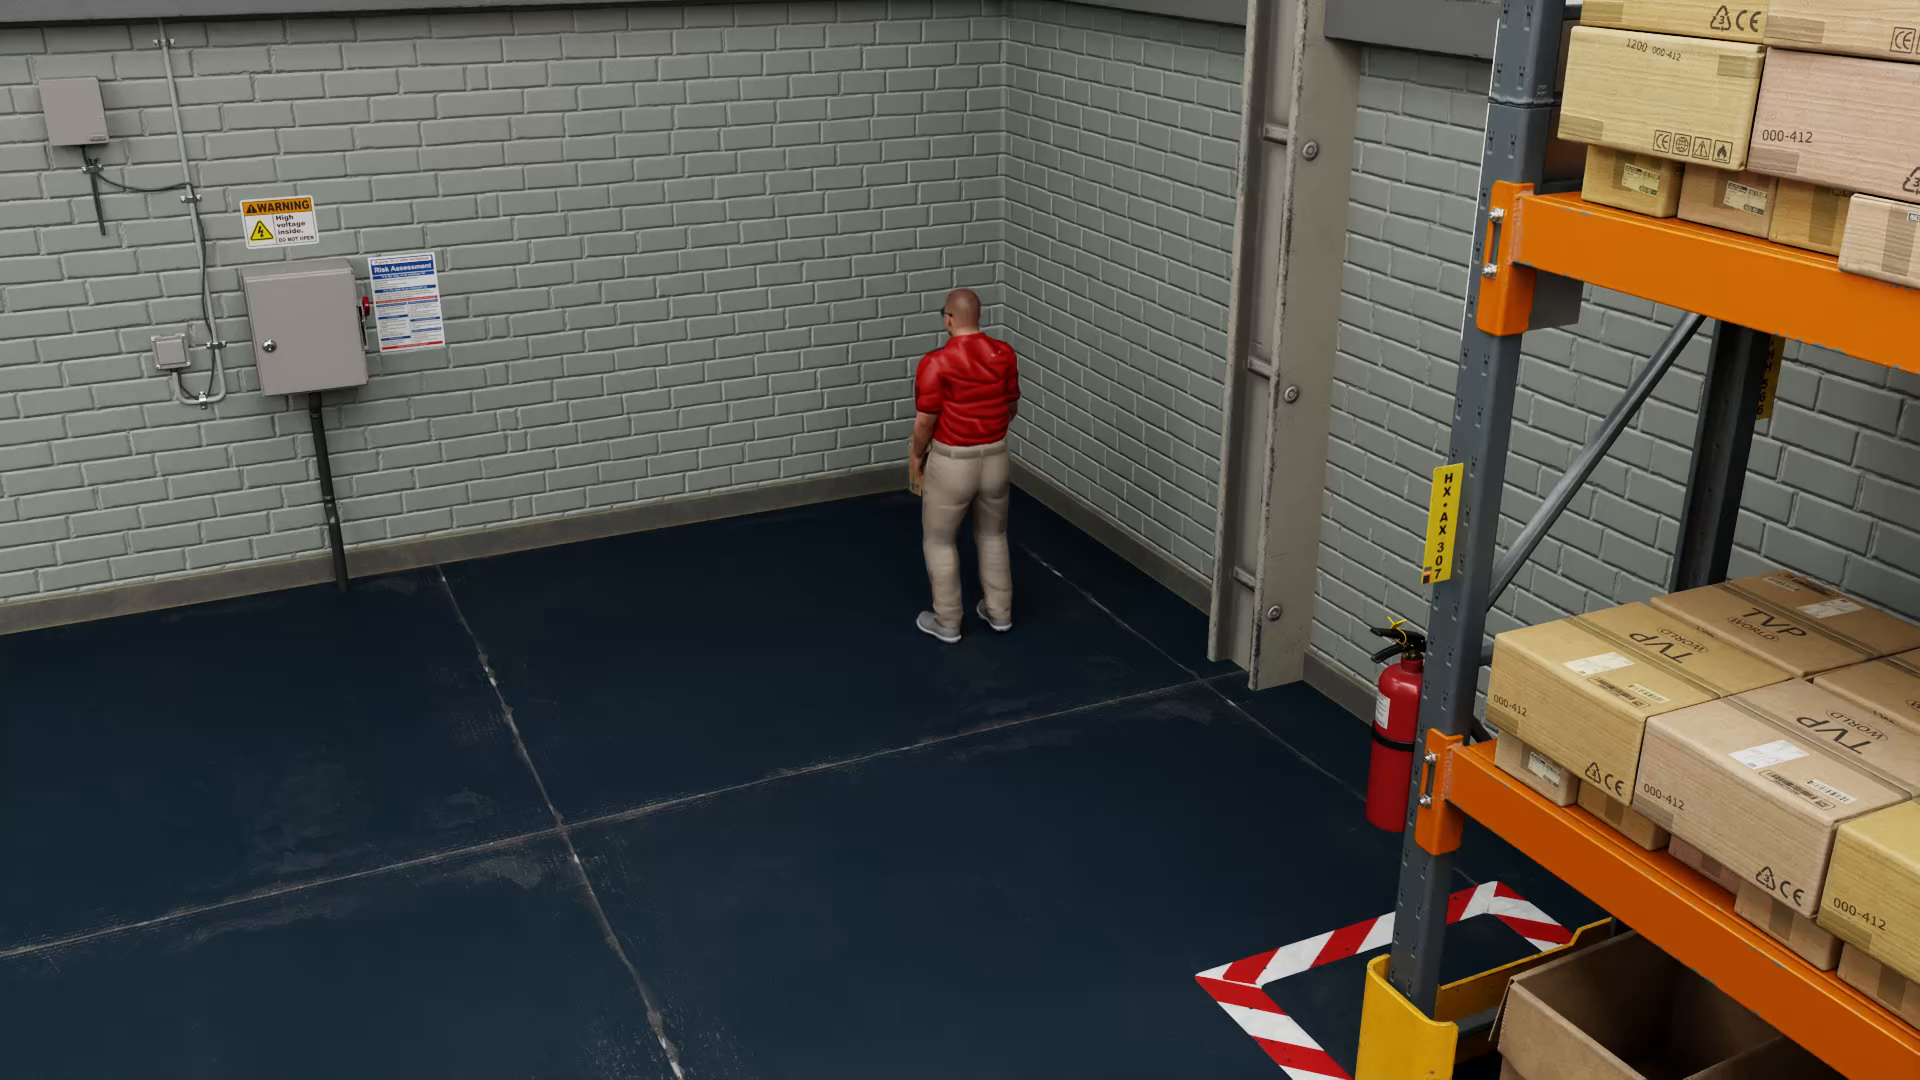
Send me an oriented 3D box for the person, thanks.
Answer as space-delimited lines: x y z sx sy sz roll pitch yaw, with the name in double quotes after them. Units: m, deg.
0.012 -0.362 7.994 0.539 1.733 0.431 -11 24 -25 "person"
